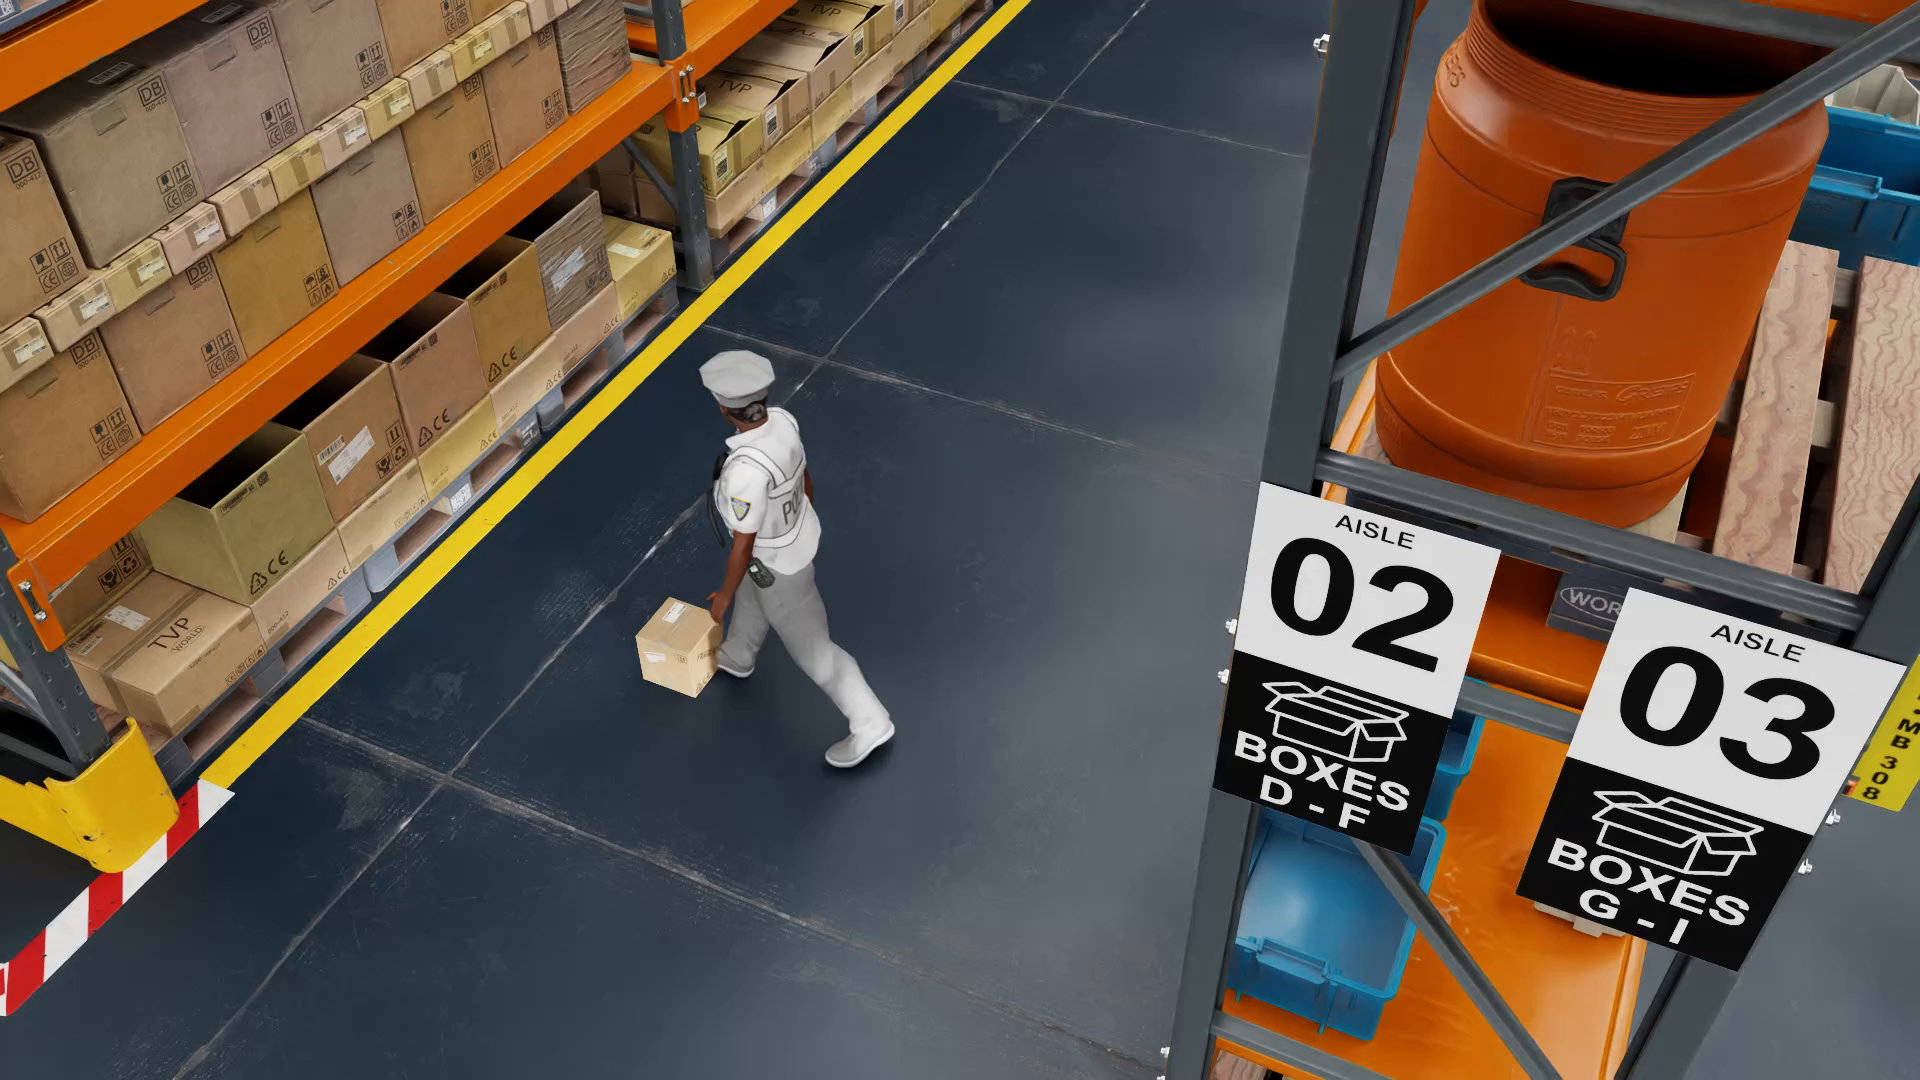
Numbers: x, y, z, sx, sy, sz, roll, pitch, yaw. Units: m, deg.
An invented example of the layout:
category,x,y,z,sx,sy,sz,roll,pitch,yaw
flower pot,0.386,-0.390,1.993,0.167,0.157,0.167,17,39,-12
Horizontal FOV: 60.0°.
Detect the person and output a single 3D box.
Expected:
category,x,y,z,sx,sy,sz,roll,pitch,yaw
person,-0.691,0.080,6.080,0.912,1.619,0.606,4,42,5
